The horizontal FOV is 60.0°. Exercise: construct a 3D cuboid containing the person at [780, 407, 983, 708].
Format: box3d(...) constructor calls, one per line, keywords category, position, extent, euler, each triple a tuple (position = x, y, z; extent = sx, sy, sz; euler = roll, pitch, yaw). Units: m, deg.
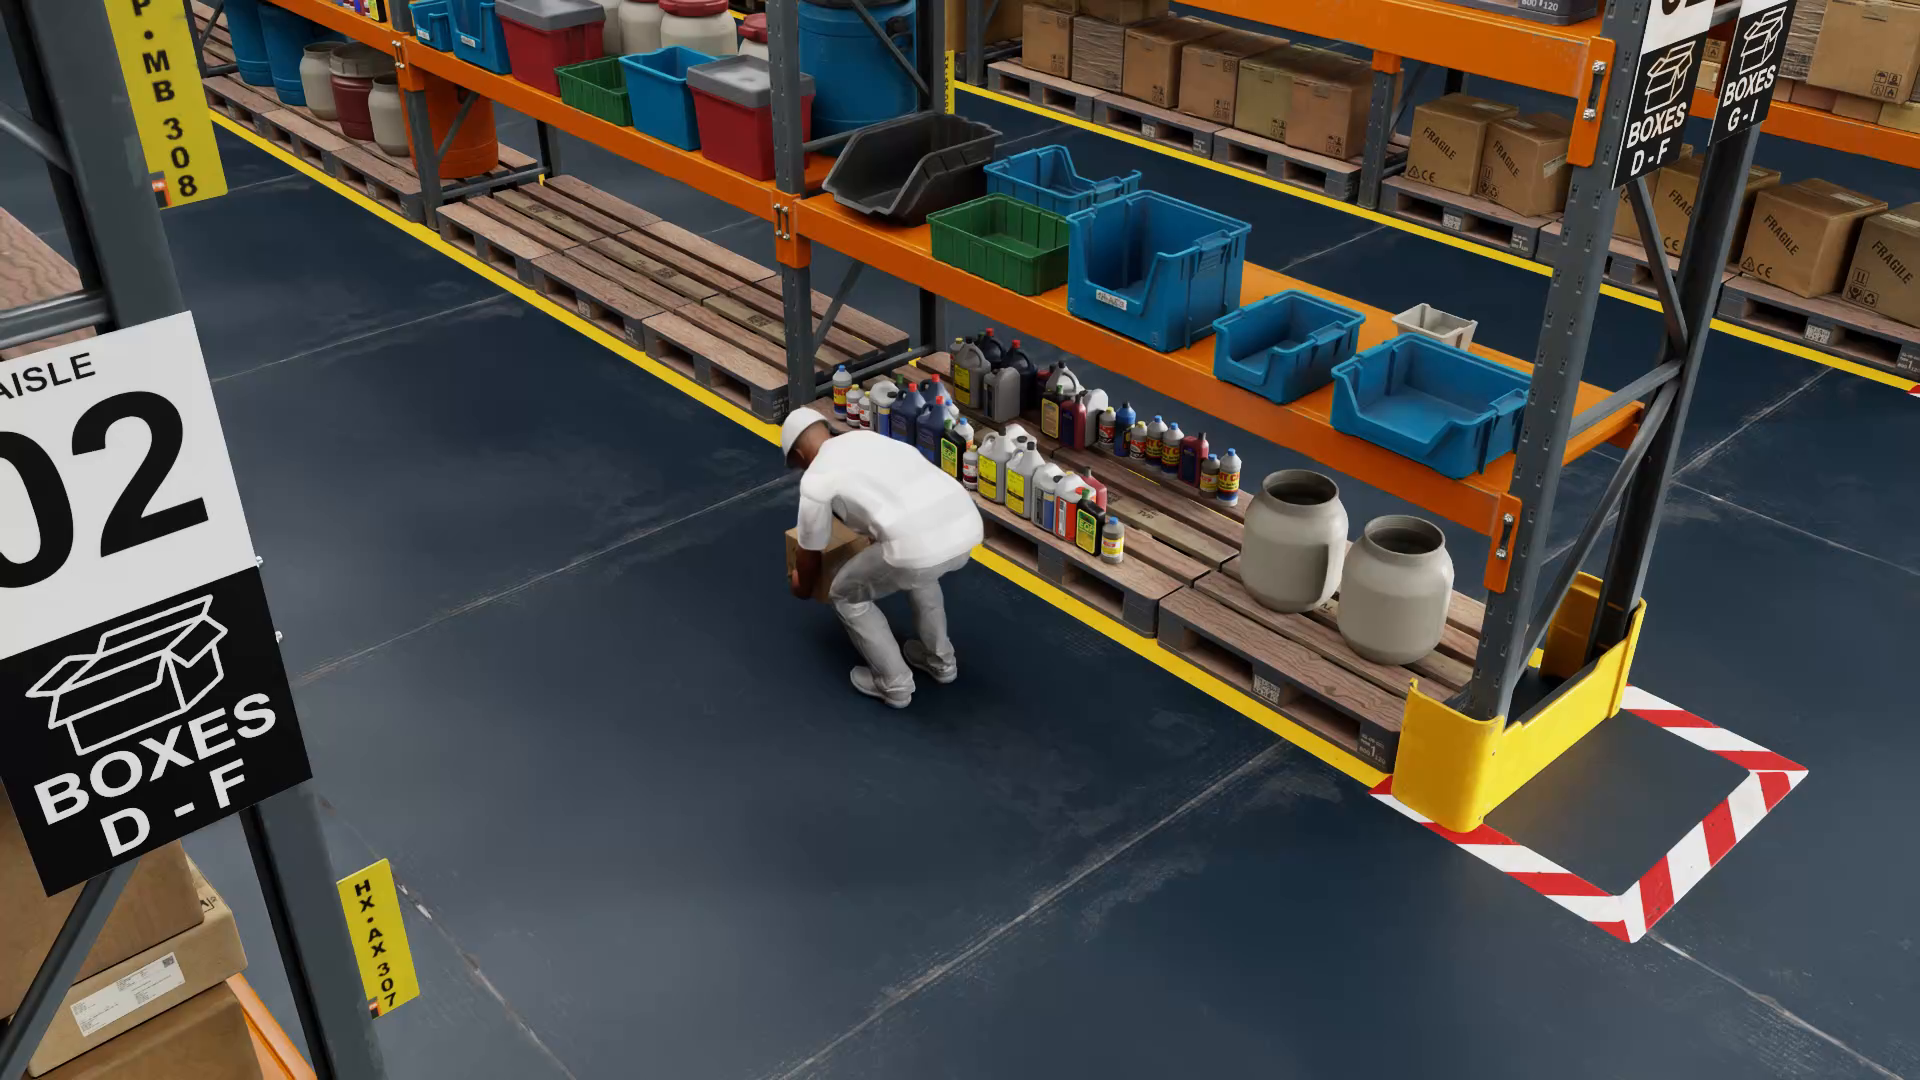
box3d(category="person", position=(-0.353, 0.065, 6.689), extent=(0.967, 1.051, 0.515), euler=(27, 41, 37))
